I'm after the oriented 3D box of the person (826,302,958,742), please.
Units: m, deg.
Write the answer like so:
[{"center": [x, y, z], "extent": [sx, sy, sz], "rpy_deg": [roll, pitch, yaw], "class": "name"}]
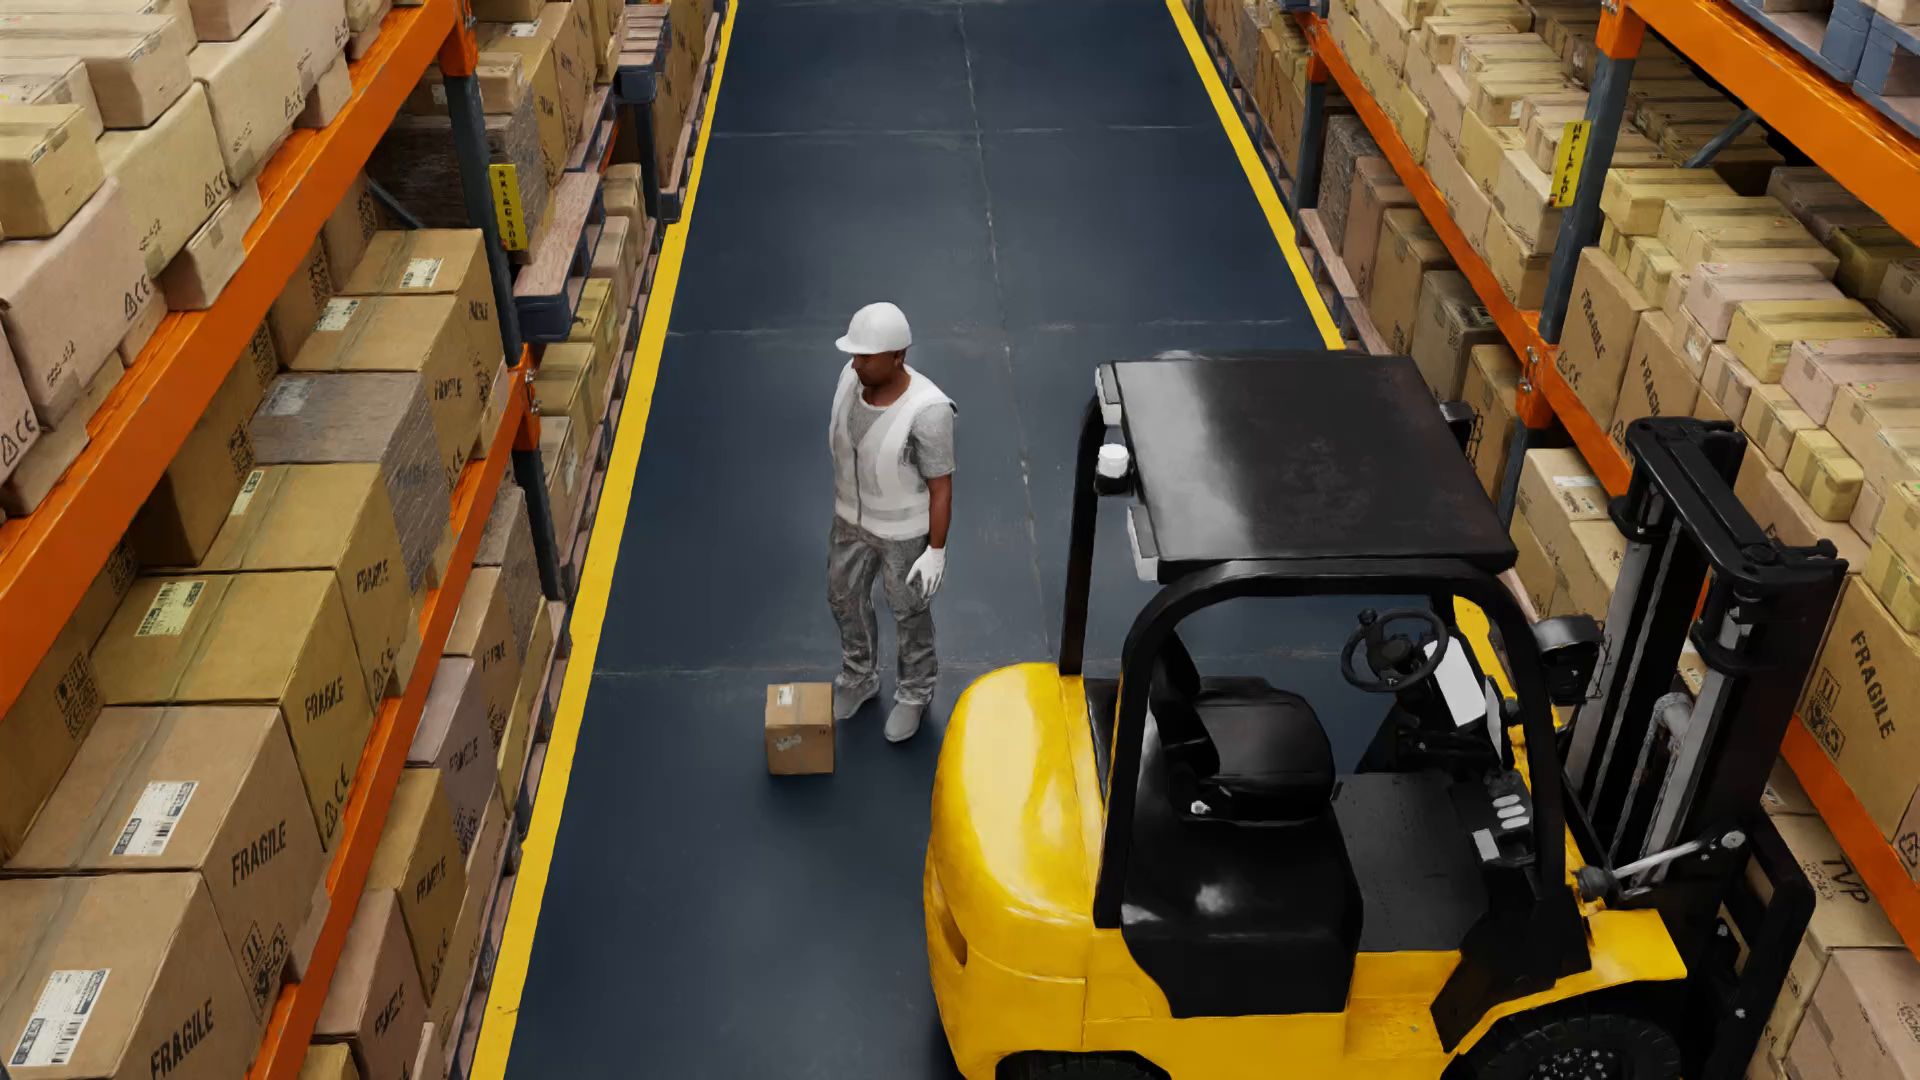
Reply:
[{"center": [-0.284, -0.035, 6.196], "extent": [0.631, 1.834, 0.453], "rpy_deg": [25, 42, 31], "class": "person"}]
